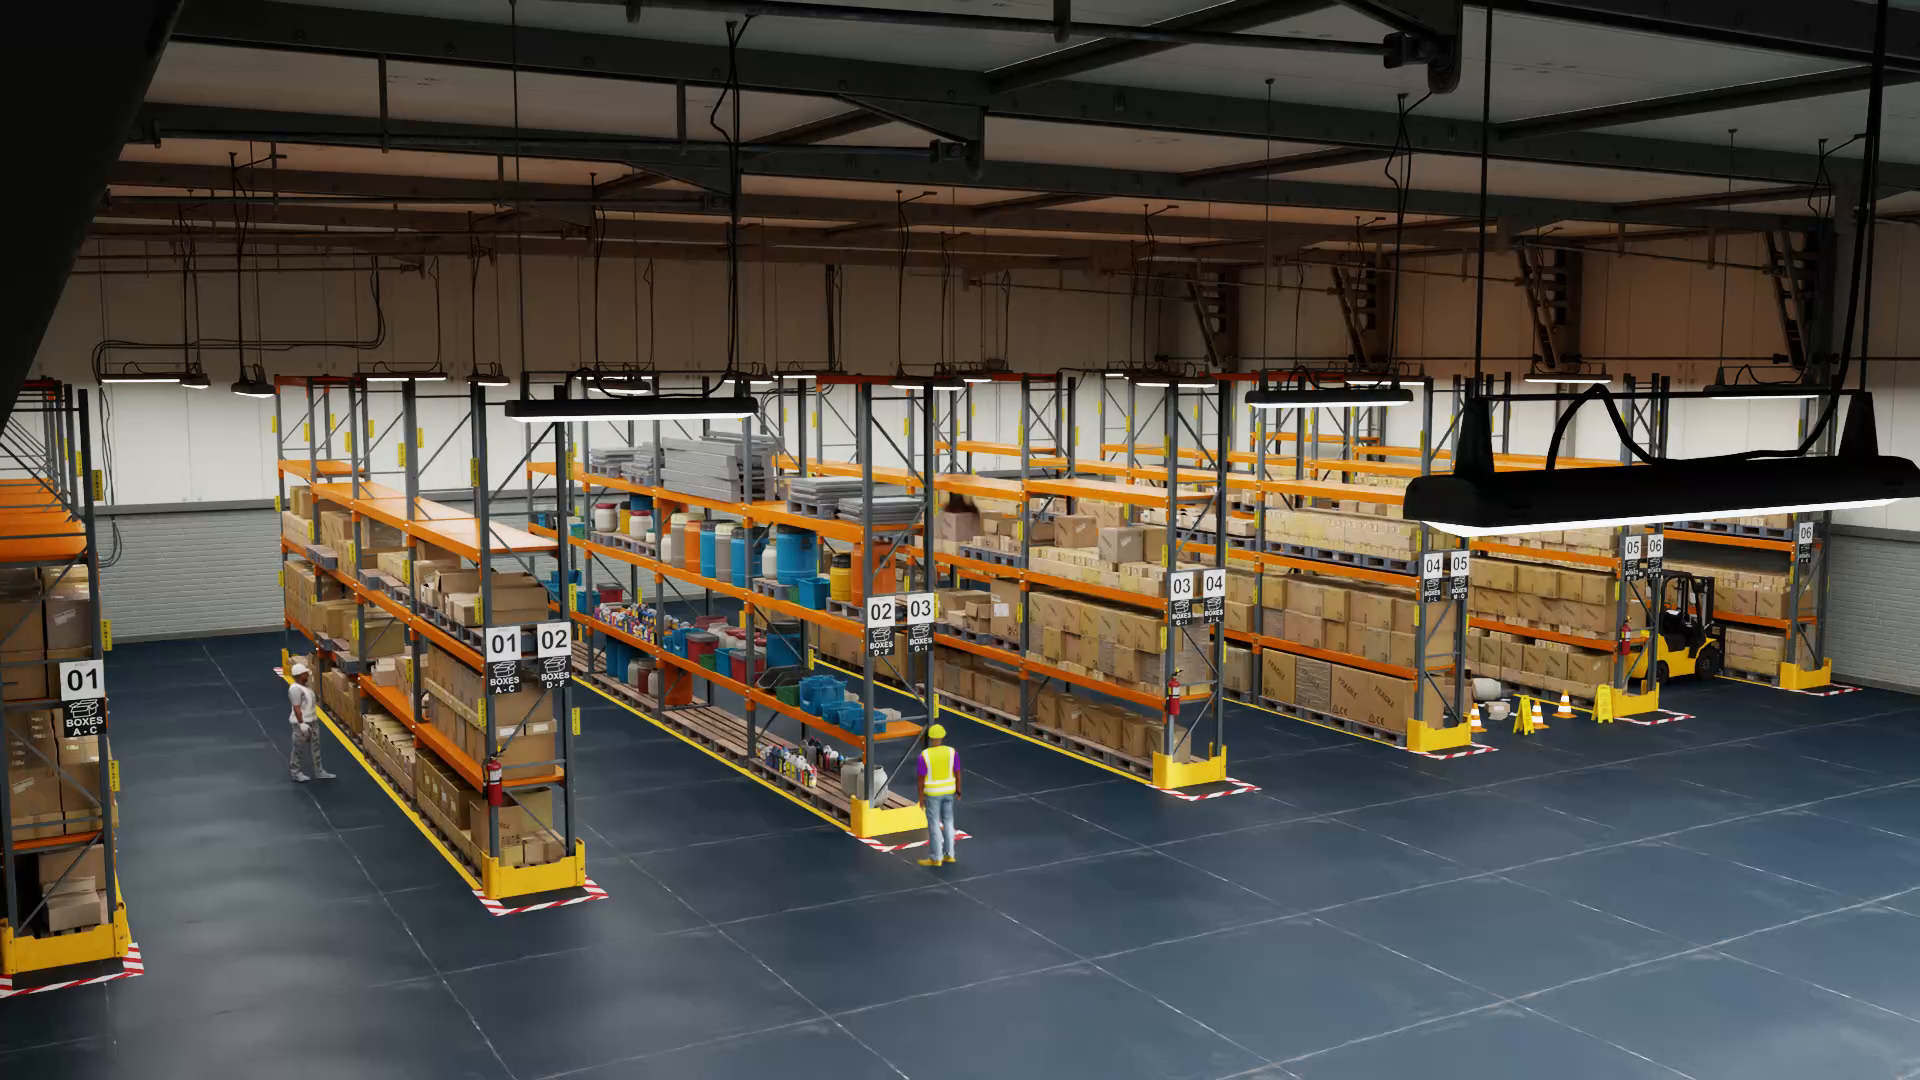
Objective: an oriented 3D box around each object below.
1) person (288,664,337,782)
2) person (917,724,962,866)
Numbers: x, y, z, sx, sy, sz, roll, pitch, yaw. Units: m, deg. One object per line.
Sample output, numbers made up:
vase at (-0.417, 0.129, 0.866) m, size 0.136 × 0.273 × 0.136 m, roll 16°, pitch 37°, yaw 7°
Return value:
person at (-9.750, 2.737, 24.863) m, size 0.621 × 1.785 × 0.567 m, roll 1°, pitch 6°, yaw 11°
person at (-0.255, 3.185, 20.801) m, size 0.617 × 1.797 × 0.364 m, roll -3°, pitch 7°, yaw -23°
